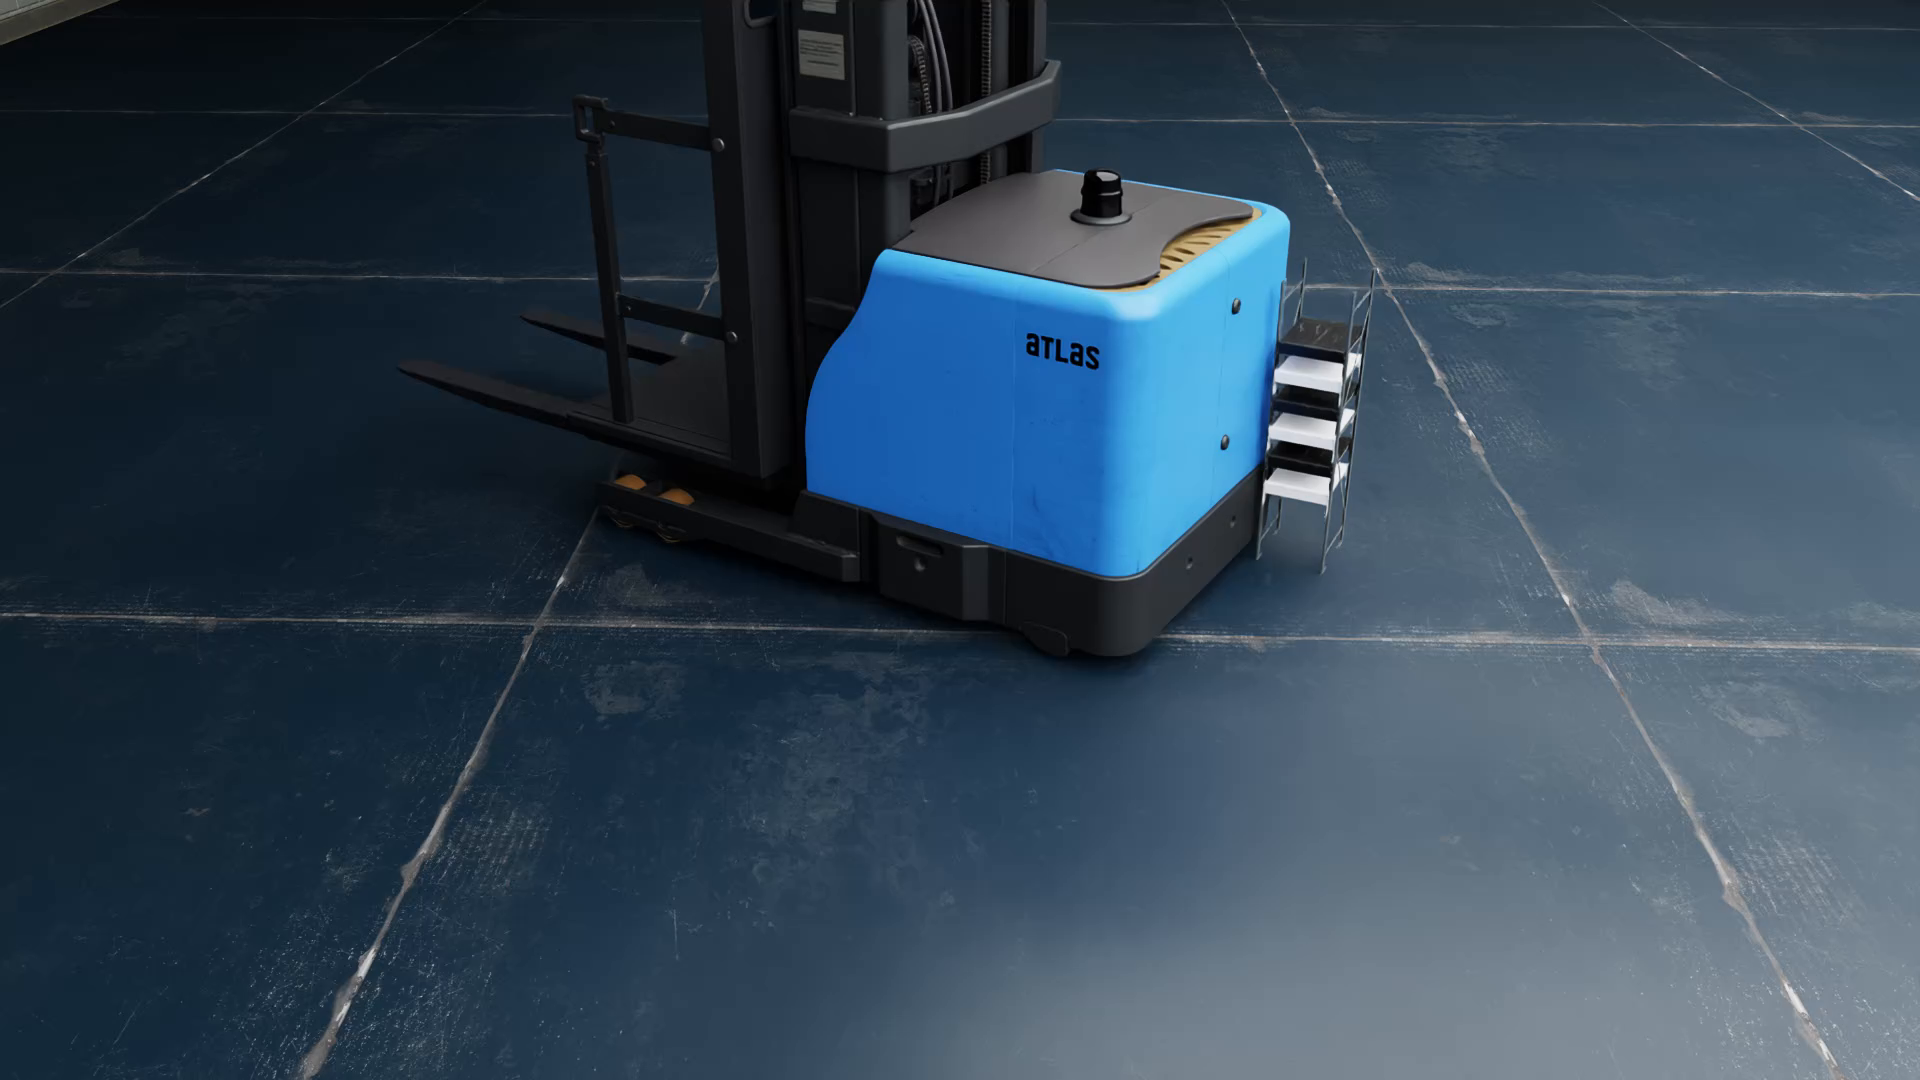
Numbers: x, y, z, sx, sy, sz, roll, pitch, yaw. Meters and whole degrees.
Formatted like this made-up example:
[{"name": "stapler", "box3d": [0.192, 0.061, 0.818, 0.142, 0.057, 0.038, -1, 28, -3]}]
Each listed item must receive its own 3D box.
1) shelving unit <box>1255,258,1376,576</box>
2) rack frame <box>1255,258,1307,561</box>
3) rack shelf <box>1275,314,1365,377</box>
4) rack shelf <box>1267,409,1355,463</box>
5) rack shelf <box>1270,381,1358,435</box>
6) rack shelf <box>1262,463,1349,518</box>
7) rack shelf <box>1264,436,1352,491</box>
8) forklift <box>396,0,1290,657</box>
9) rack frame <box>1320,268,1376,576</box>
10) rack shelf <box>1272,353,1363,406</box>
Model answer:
[{"name": "shelving unit", "box3d": [1.057, -0.361, 4.971, 0.210, 0.900, 0.258, 13, 31, 23]}, {"name": "rack frame", "box3d": [0.966, -0.382, 5.011, 0.006, 0.900, 0.240, 13, 31, 23]}, {"name": "rack shelf", "box3d": [1.057, -0.570, 4.860, 0.200, 0.077, 0.258, 13, 31, 23]}, {"name": "rack shelf", "box3d": [1.057, -0.332, 4.986, 0.200, 0.077, 0.258, 13, 31, 23]}, {"name": "rack shelf", "box3d": [1.057, -0.411, 4.944, 0.200, 0.077, 0.258, 13, 31, 23]}, {"name": "rack shelf", "box3d": [1.057, -0.173, 5.070, 0.200, 0.077, 0.258, 13, 31, 23]}, {"name": "rack shelf", "box3d": [1.057, -0.252, 5.028, 0.200, 0.077, 0.258, 13, 31, 23]}, {"name": "forklift", "box3d": [-0.561, -1.479, 4.911, 3.031, 2.935, 1.130, 16, 32, 28]}, {"name": "rack frame", "box3d": [1.148, -0.340, 4.931, 0.006, 0.900, 0.240, 13, 31, 23]}, {"name": "rack shelf", "box3d": [1.057, -0.491, 4.902, 0.200, 0.077, 0.258, 13, 31, 23]}]
